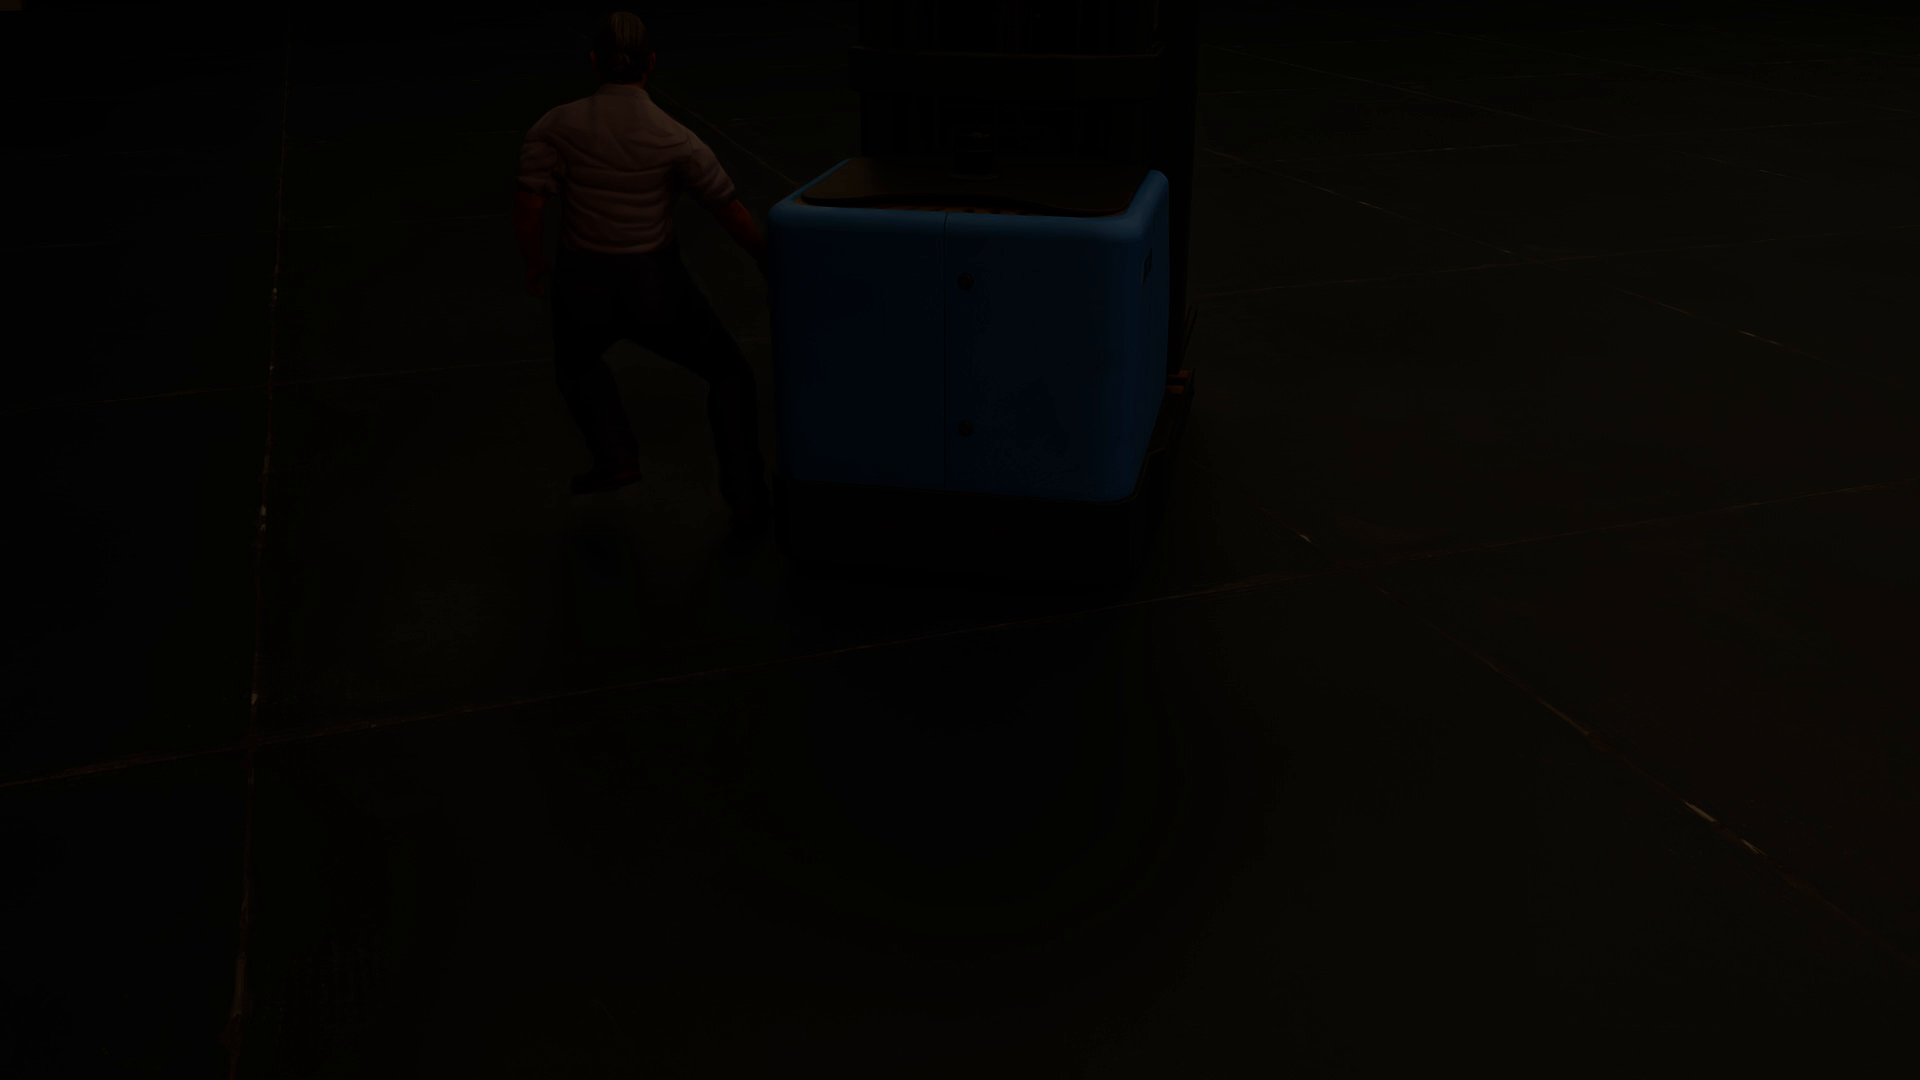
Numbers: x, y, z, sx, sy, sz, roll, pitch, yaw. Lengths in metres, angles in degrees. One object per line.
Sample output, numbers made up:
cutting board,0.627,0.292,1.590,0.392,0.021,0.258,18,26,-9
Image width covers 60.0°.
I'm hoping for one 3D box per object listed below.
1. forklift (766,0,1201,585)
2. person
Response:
forklift,0.265,-1.768,5.503,1.130,2.935,3.031,5,23,11
person,-0.930,-0.768,4.971,0.760,1.575,0.468,1,23,2
